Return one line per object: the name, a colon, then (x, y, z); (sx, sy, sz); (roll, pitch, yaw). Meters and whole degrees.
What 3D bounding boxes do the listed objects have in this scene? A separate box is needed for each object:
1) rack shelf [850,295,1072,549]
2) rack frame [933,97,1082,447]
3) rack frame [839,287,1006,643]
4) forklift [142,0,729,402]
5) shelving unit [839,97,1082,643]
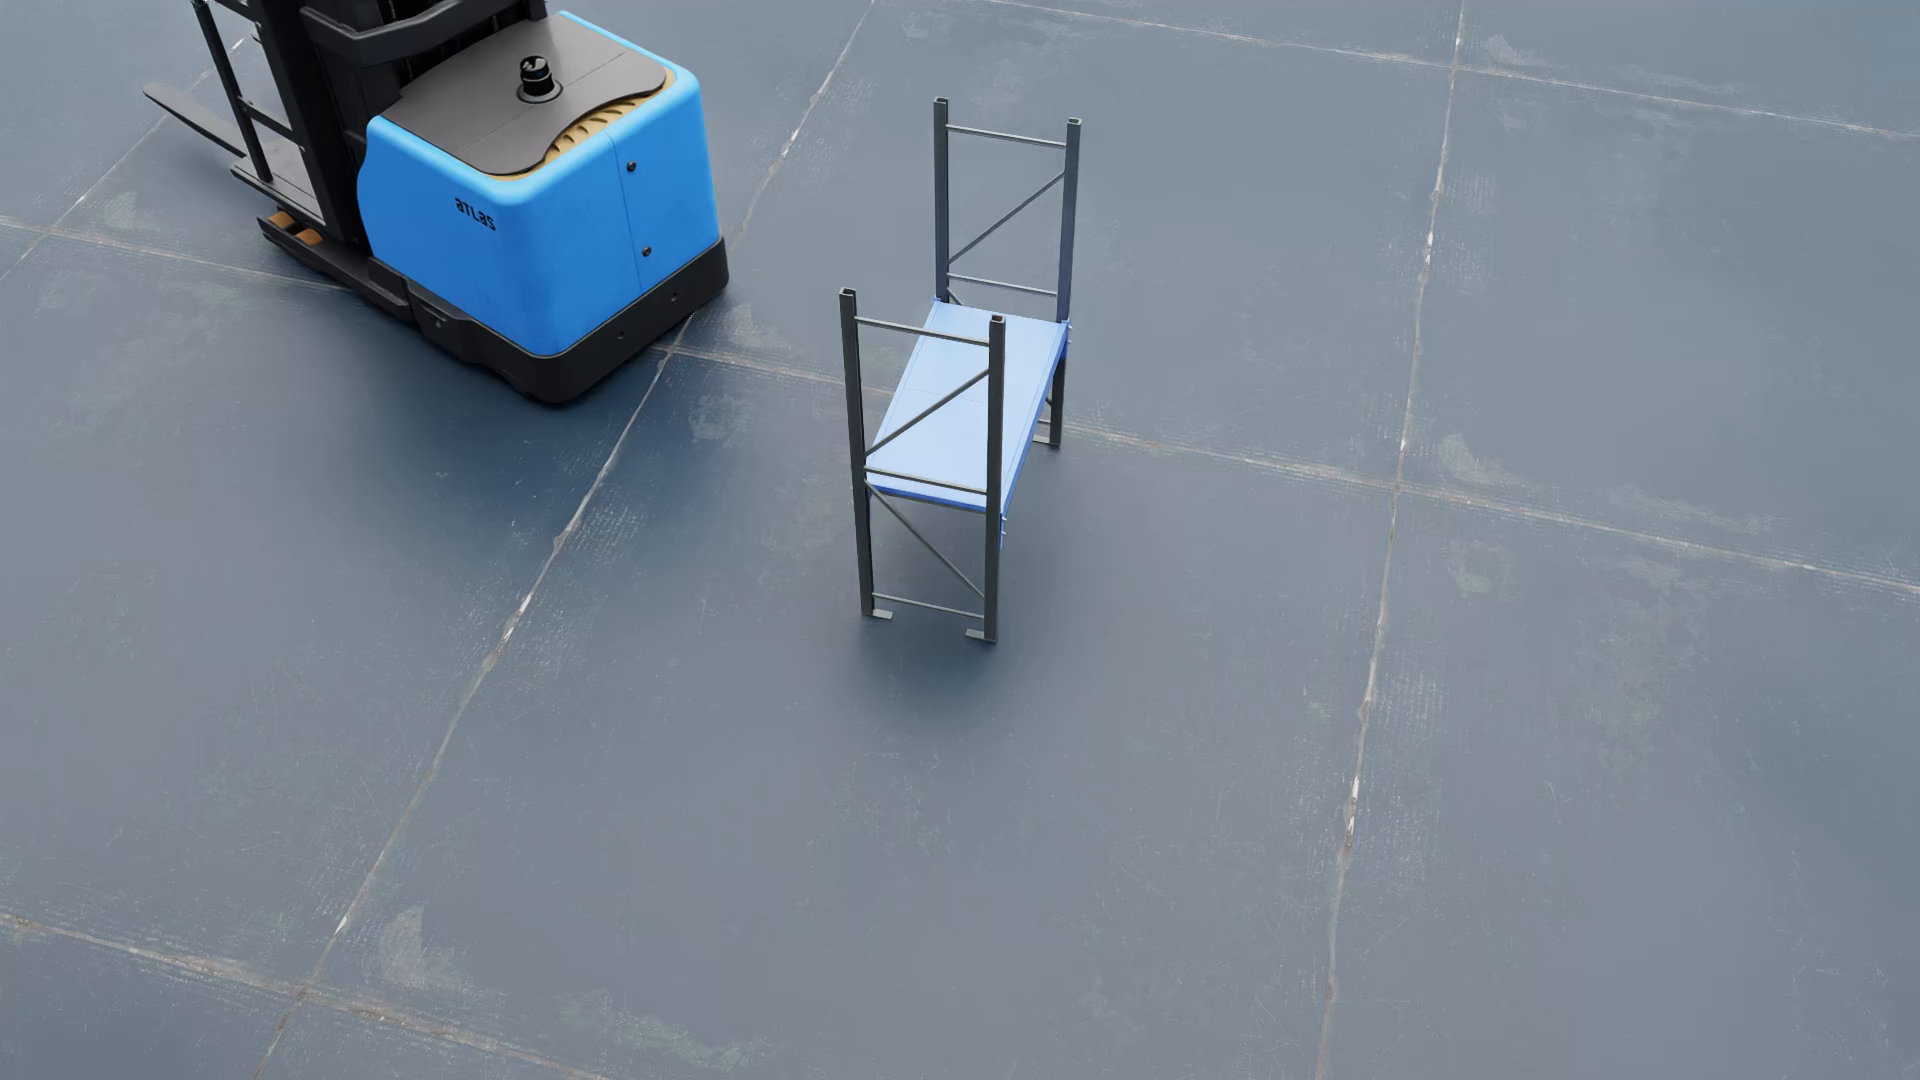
rack shelf: (0.022, -0.439, 5.877); (0.538, 0.185, 1.000); (12, 50, 10)
rack frame: (0.156, -0.926, 6.067); (0.500, 1.500, 0.032); (12, 50, 10)
rack frame: (-0.111, -0.190, 5.418); (0.500, 1.500, 0.032); (12, 50, 10)
forklift: (-2.462, -2.449, 6.457); (3.031, 2.935, 1.130); (31, 55, 24)
shelving unit: (0.022, -0.558, 5.742); (0.538, 1.500, 1.048); (12, 50, 10)
